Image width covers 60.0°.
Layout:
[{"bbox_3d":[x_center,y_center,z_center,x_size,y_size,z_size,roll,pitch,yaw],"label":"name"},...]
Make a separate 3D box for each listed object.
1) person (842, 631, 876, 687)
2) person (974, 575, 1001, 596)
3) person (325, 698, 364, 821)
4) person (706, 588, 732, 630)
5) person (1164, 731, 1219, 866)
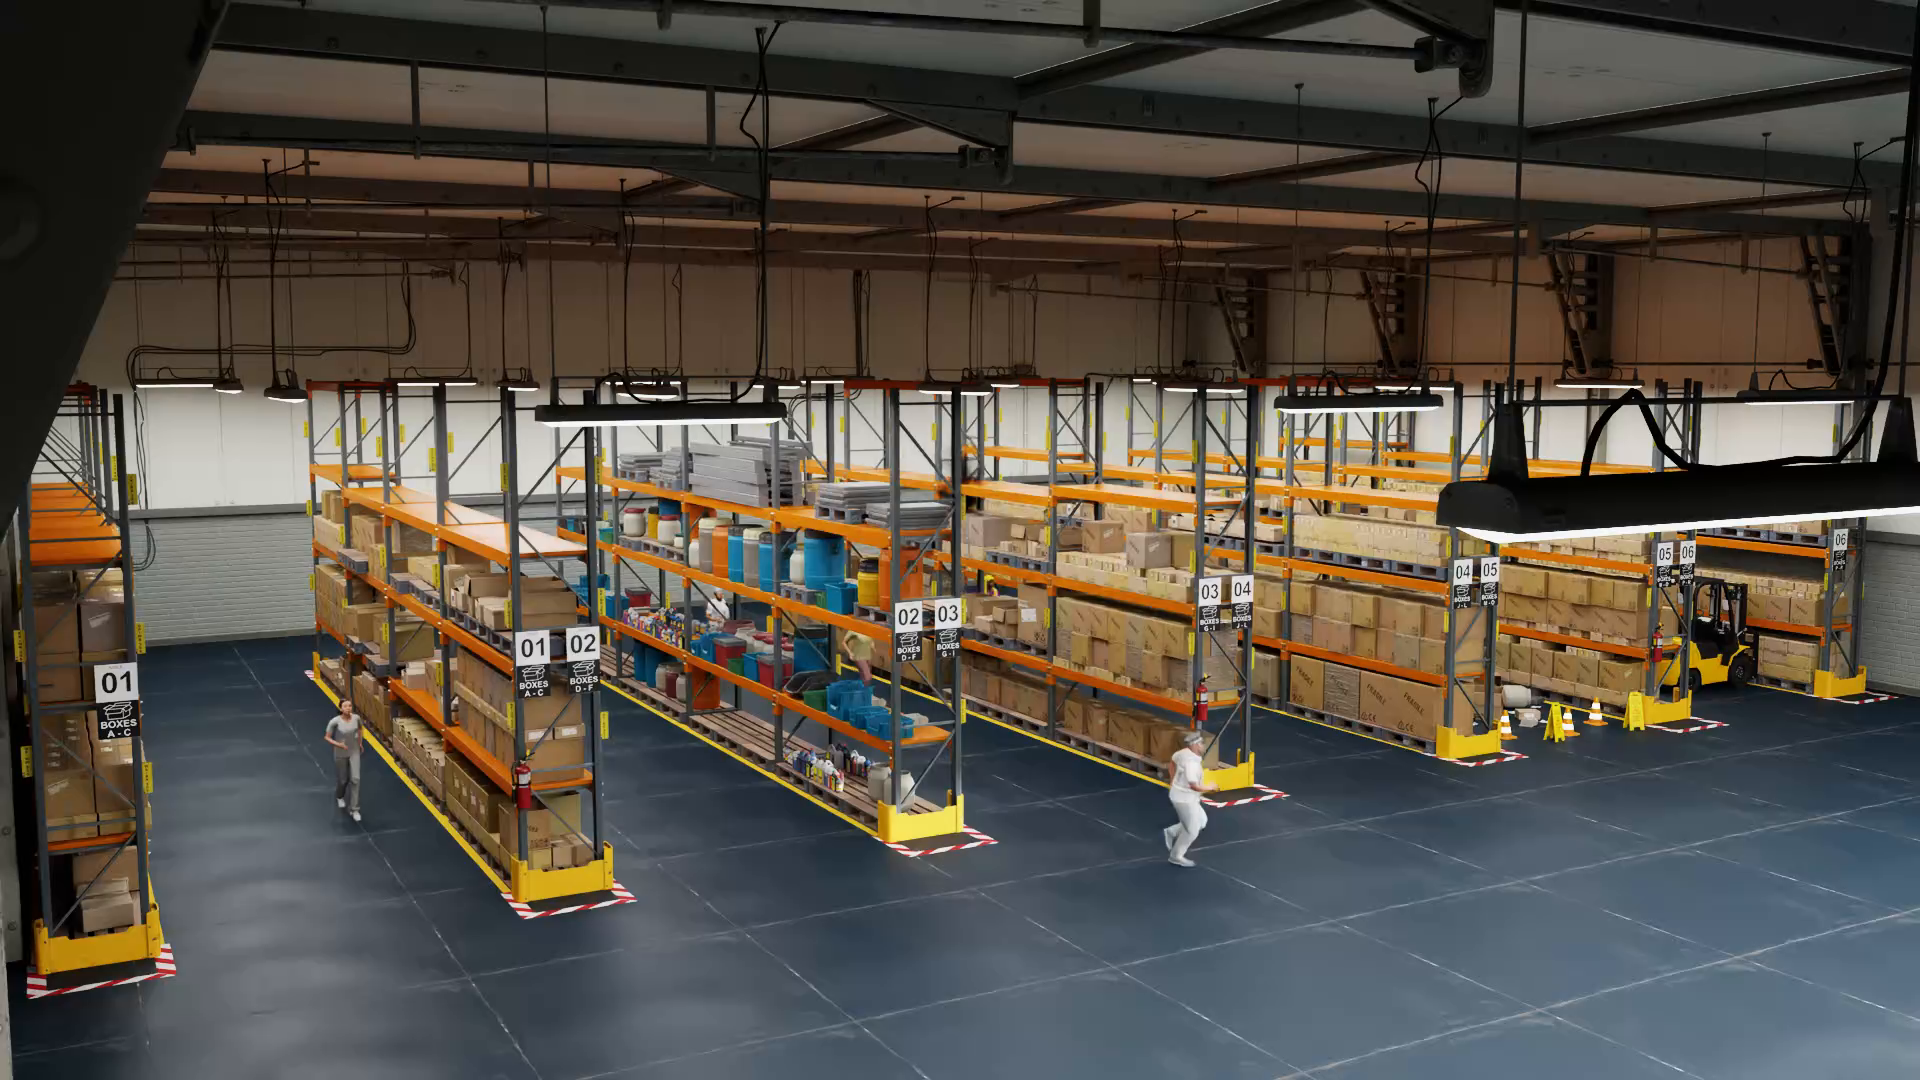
[{"bbox_3d":[-1.695,2.120,29.206,0.566,1.653,0.547,-6,8,-43],"label":"person"},{"bbox_3d":[0.637,1.644,35.882,0.672,1.785,0.720,-5,8,-38],"label":"person"},{"bbox_3d":[-8.596,3.031,23.285,0.567,1.669,0.899,-4,7,-33],"label":"person"},{"bbox_3d":[-5.046,1.826,34.764,0.840,1.659,0.607,6,8,44],"label":"person"},{"bbox_3d":[2.917,3.256,20.969,0.672,1.731,0.706,0,6,-2],"label":"person"}]
